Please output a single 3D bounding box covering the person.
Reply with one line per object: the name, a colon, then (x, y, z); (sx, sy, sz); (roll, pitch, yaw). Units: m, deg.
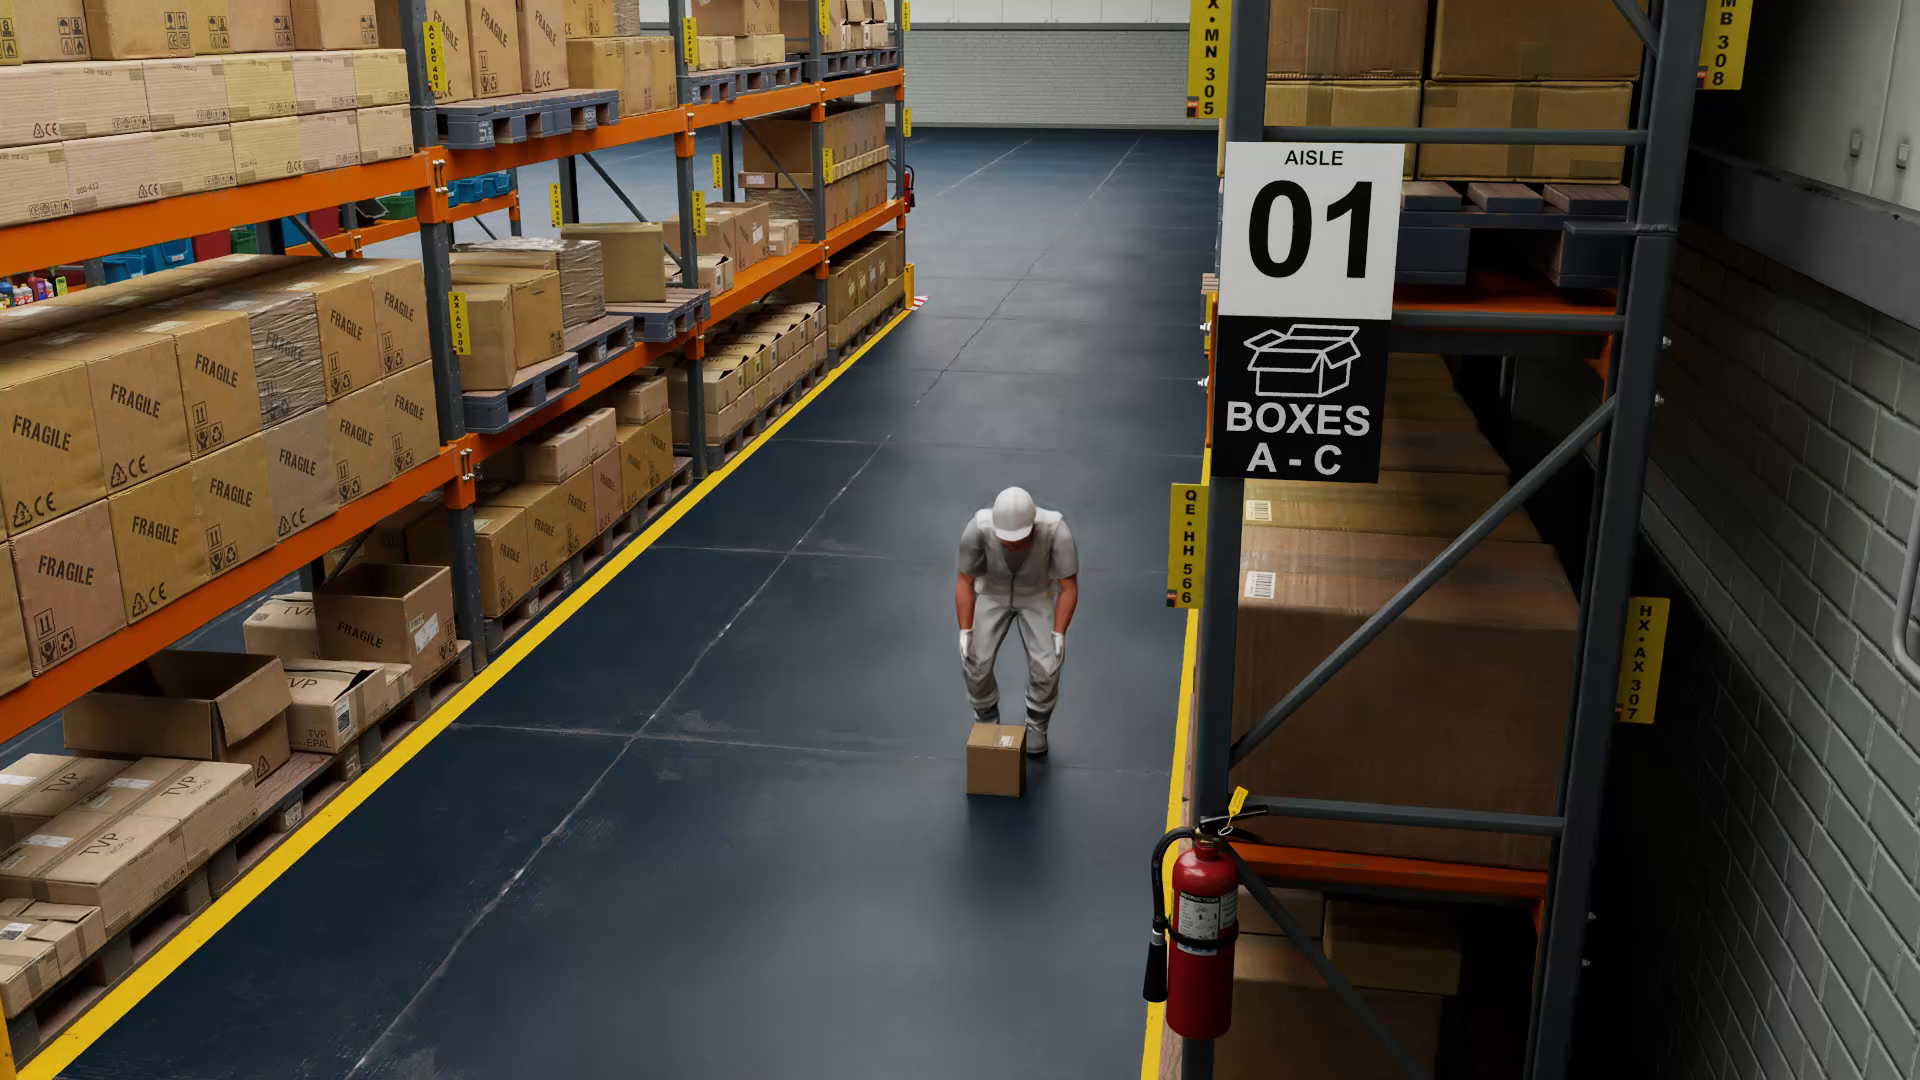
person: (0.284, 0.362, 8.003); (0.584, 1.409, 0.766); (3, 18, 9)
